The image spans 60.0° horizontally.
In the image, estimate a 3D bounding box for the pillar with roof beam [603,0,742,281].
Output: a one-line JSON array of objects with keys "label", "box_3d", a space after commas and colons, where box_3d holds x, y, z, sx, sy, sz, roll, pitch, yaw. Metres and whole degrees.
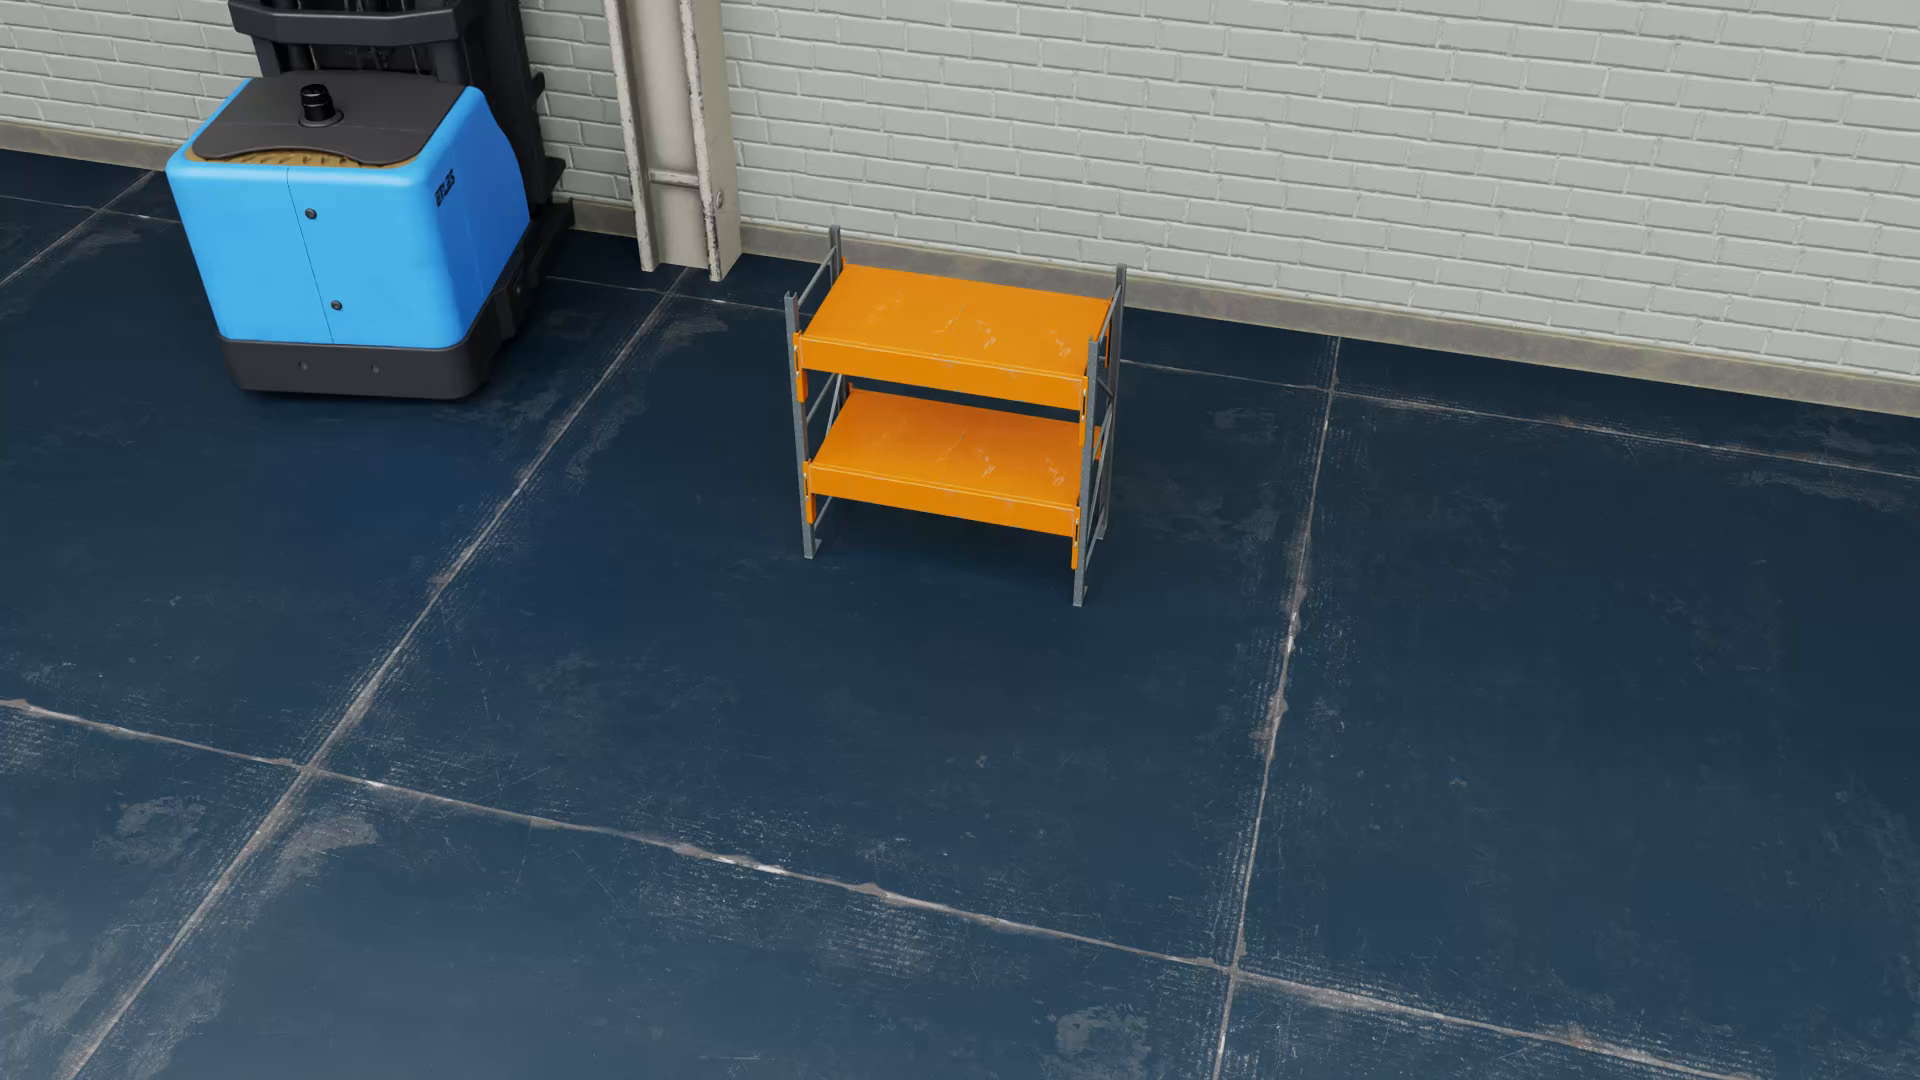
[{"label": "pillar with roof beam", "box_3d": [-2.368, -2.091, 1.743, 0.400, 9.000, 9.100, 10, 41, 11]}]

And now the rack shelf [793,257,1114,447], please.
[{"label": "rack shelf", "box_3d": [-0.007, -0.656, 5.701, 1.000, 0.278, 0.538, 10, 41, 11]}]

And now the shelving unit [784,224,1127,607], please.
[{"label": "shelving unit", "box_3d": [-0.007, -0.432, 5.890, 1.048, 1.125, 0.538, 10, 41, 11]}]

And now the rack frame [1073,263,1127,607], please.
[{"label": "rack frame", "box_3d": [0.485, -0.347, 5.789, 0.032, 1.125, 0.500, 10, 41, 11]}]

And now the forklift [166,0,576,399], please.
[{"label": "forklift", "box_3d": [-2.403, -2.636, 7.110, 1.130, 2.935, 3.031, 3, 40, 4]}]

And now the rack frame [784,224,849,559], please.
[{"label": "rack frame", "box_3d": [-0.498, -0.516, 5.990, 0.032, 1.125, 0.500, 10, 41, 11]}]

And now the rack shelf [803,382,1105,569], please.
[{"label": "rack shelf", "box_3d": [-0.007, -0.245, 6.047, 1.000, 0.278, 0.538, 10, 41, 11]}]
